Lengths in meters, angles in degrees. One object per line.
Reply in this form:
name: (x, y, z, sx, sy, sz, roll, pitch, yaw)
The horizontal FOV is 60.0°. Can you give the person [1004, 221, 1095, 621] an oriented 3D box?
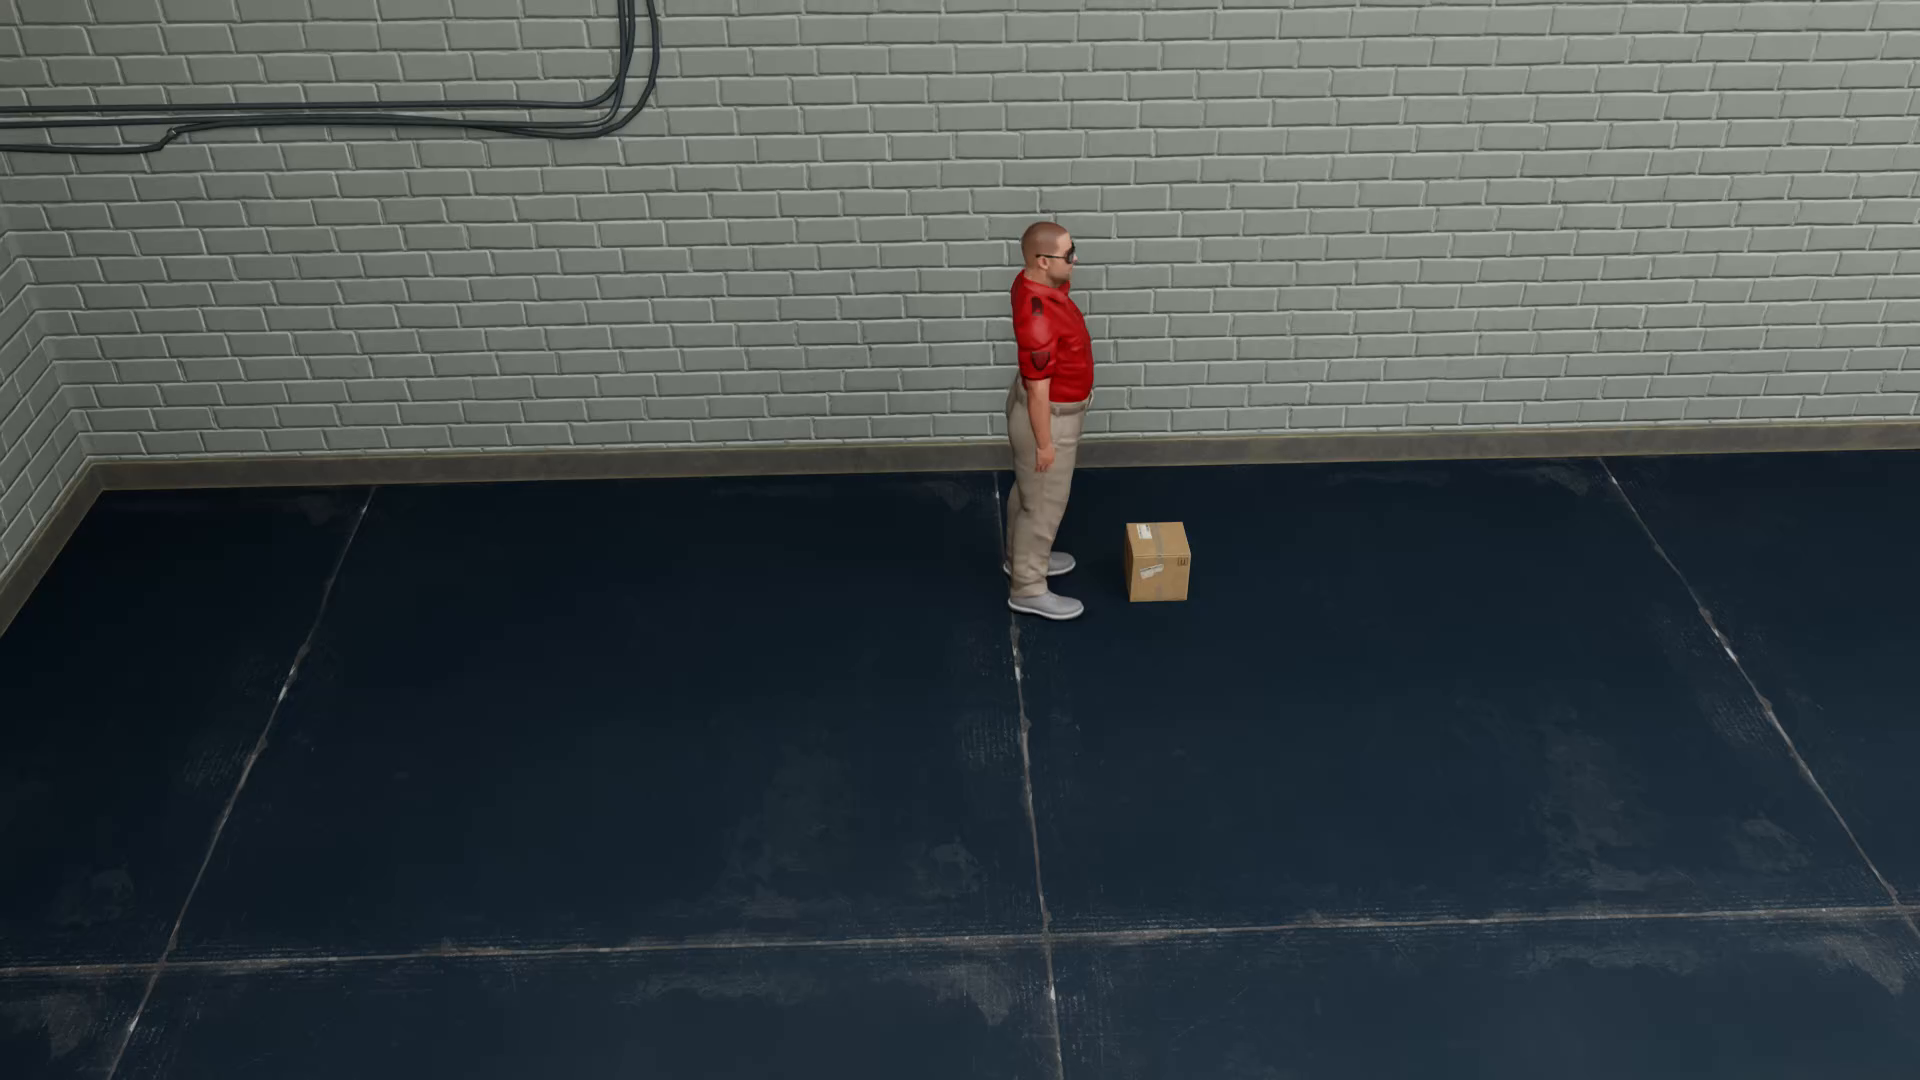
person: (0.371, -0.503, 6.871, 0.361, 1.732, 0.533, -1, 35, -1)
